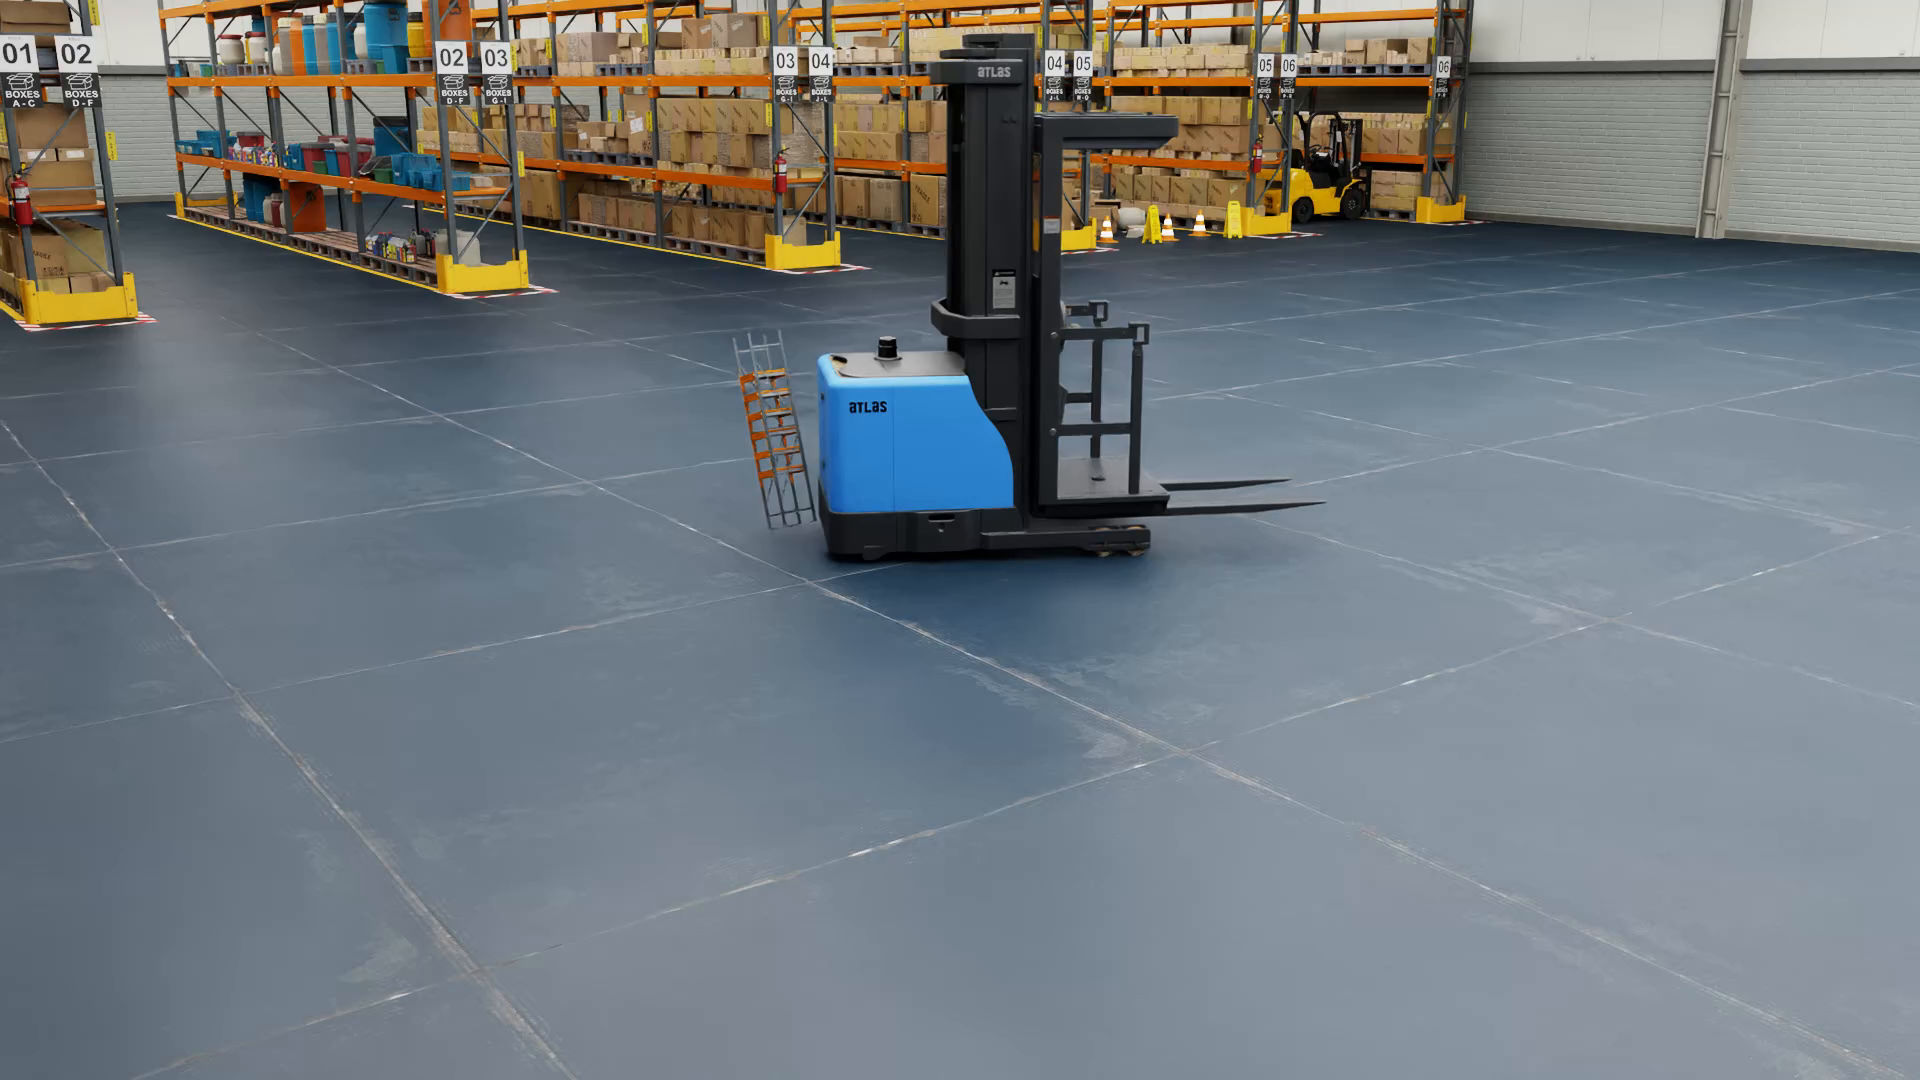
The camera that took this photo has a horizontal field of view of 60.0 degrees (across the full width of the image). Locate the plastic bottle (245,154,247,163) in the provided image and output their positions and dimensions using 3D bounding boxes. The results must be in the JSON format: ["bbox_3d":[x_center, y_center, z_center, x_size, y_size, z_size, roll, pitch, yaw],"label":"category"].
[{"bbox_3d":[-12.841,-6.904,29.995,0.097,0.201,0.097,0,15,0],"label":"plastic bottle"}]

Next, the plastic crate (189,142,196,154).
[{"bbox_3d":[-15.094,-7.802,33.103,0.416,0.233,0.300,-11,19,-35],"label":"plastic crate"}]

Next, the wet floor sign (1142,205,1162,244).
[{"bbox_3d":[3.357,-5.505,28.966,0.232,0.644,0.267,14,21,42],"label":"wet floor sign"}]

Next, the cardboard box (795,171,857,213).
[{"bbox_3d":[-2.681,-7.021,33.512,1.050,0.750,0.750,-11,19,-35],"label":"cardboard box"}]

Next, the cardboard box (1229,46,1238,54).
[{"bbox_3d":[5.124,-8.927,30.293,0.380,0.149,0.250,-10,18,-34],"label":"cardboard box"}]

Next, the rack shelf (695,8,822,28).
[{"bbox_3d":[-4.142,-10.828,34.713,1.077,0.370,4.000,-11,19,-35],"label":"rack shelf"}]

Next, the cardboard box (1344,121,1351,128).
[{"bbox_3d":[8.211,-8.673,34.665,0.380,0.149,0.250,-11,19,-36],"label":"cardboard box"}]

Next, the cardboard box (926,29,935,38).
[{"bbox_3d":[-0.375,-8.915,29.266,0.380,0.149,0.250,-11,19,-35],"label":"cardboard box"}]

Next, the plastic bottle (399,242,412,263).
[{"bbox_3d":[-7.900,-4.103,23.710,0.152,0.276,0.135,-11,19,-34],"label":"plastic bottle"}]

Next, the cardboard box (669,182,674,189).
[{"bbox_3d":[-6.476,-8.181,38.327,0.380,0.149,0.250,-12,19,-37],"label":"cardboard box"}]

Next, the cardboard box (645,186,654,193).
[{"bbox_3d":[-7.187,-8.255,39.159,0.380,0.149,0.250,-11,19,-34],"label":"cardboard box"}]

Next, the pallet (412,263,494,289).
[{"bbox_3d":[-6.896,-3.660,23.050,1.003,0.211,1.213,-11,19,-35],"label":"pallet"}]

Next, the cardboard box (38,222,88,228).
[{"bbox_3d":[-11.364,-3.762,21.131,0.500,0.500,0.500,-11,19,-35],"label":"cardboard box"}]

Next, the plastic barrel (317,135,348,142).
[{"bbox_3d":[-10.526,-6.544,28.046,0.600,0.536,0.708,-11,19,-35],"label":"plastic barrel"}]

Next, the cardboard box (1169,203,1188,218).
[{"bbox_3d":[4.379,-6.359,32.041,0.500,0.250,0.500,-12,19,-37],"label":"cardboard box"}]

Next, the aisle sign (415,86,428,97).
[{"bbox_3d":[-12.026,-10.230,36.847,0.394,0.787,0.004,-11,19,-35],"label":"aisle sign"}]

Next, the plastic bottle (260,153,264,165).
[{"bbox_3d":[-12.216,-6.677,29.166,0.097,0.201,0.097,0,15,0],"label":"plastic bottle"}]

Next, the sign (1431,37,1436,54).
[{"bbox_3d":[9.248,-9.655,32.460,0.100,0.325,0.005,-11,19,-35],"label":"sign"}]

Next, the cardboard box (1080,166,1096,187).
[{"bbox_3d":[3.353,-9.102,41.589,0.500,0.500,0.500,-12,19,-36],"label":"cardboard box"}]

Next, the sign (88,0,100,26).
[{"bbox_3d":[-9.896,-6.045,18.994,0.100,0.325,0.005,-11,19,-35],"label":"sign"}]

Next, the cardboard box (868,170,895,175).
[{"bbox_3d":[-1.655,-8.809,40.637,0.875,0.438,0.875,-11,19,-35],"label":"cardboard box"}]

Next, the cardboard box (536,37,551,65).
[{"bbox_3d":[-7.454,-9.117,31.033,0.797,0.503,0.637,-10,18,-31],"label":"cardboard box"}]

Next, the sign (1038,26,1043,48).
[{"bbox_3d":[1.291,-8.094,26.756,0.100,0.325,0.005,-11,19,-35],"label":"sign"}]

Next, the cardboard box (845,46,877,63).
[{"bbox_3d":[-1.822,-9.188,31.466,0.500,0.311,0.500,-12,19,-37],"label":"cardboard box"}]

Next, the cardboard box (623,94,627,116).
[{"bbox_3d":[-7.620,-10.293,39.353,0.500,0.500,0.500,-11,19,-35],"label":"cardboard box"}]

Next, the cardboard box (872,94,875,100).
[{"bbox_3d":[-1.879,-10.624,39.900,0.380,0.149,0.250,-10,18,-33],"label":"cardboard box"}]

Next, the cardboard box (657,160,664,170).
[{"bbox_3d":[-4.802,-6.231,27.637,0.380,0.149,0.250,-11,19,-35],"label":"cardboard box"}]

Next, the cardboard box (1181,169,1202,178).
[{"bbox_3d":[4.432,-6.989,31.694,0.380,0.149,0.250,-10,18,-32],"label":"cardboard box"}]

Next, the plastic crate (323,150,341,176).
[{"bbox_3d":[-9.592,-5.856,25.819,0.392,0.384,0.575,-11,19,-35],"label":"plastic crate"}]

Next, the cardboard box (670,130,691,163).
[{"bbox_3d":[-4.205,-6.419,27.093,0.875,0.500,0.500,-11,19,-35],"label":"cardboard box"}]

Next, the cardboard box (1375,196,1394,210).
[{"bbox_3d":[8.879,-6.936,34.147,0.500,0.250,0.500,-11,19,-35],"label":"cardboard box"}]

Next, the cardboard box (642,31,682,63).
[{"bbox_3d":[-4.882,-8.260,27.900,0.797,0.503,0.637,-12,19,-37],"label":"cardboard box"}]

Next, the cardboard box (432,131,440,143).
[{"bbox_3d":[-11.074,-8.716,35.961,0.500,0.250,0.500,-12,19,-36],"label":"cardboard box"}]

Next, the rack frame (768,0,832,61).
[{"bbox_3d":[-2.333,-8.484,24.029,1.000,3.000,0.127,-11,19,-35],"label":"rack frame"}]

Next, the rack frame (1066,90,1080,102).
[{"bbox_3d":[2.640,-10.463,42.621,1.000,3.000,0.127,-11,19,-35],"label":"rack frame"}]

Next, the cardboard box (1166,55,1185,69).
[{"bbox_3d":[4.261,-9.040,31.460,0.500,0.250,0.500,-11,19,-34],"label":"cardboard box"}]

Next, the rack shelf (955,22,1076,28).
[{"bbox_3d":[1.464,-13.435,43.485,1.077,0.370,4.000,-11,19,-35],"label":"rack shelf"}]

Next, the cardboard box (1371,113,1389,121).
[{"bbox_3d":[8.639,-8.651,34.021,0.380,0.149,0.250,-10,18,-33],"label":"cardboard box"}]

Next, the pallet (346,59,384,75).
[{"bbox_3d":[-8.188,-6.893,24.254,1.213,0.211,1.003,-11,19,-35],"label":"pallet"}]

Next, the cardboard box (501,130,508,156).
[{"bbox_3d":[-8.731,-7.850,32.887,0.500,0.500,0.500,-11,19,-36],"label":"cardboard box"}]

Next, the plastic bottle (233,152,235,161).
[{"bbox_3d":[-13.364,-7.094,30.689,0.097,0.201,0.097,0,15,0],"label":"plastic bottle"}]

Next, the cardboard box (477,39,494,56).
[{"bbox_3d":[-9.898,-10.057,34.282,0.700,0.500,0.500,-12,20,-38],"label":"cardboard box"}]

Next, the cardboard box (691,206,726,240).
[{"bbox_3d":[-4.140,-5.229,27.439,0.500,0.500,0.500,-5,16,-17],"label":"cardboard box"}]

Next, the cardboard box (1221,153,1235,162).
[{"bbox_3d":[5.051,-7.091,30.780,0.380,0.149,0.250,-11,19,-35],"label":"cardboard box"}]

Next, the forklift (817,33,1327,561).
[{"bbox_3d":[0.677,-1.456,9.845,3.031,2.935,1.130,-2,15,-8],"label":"forklift"}]

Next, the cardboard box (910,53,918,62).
[{"bbox_3d":[-0.675,-8.639,29.768,0.380,0.149,0.250,-11,19,-35],"label":"cardboard box"}]

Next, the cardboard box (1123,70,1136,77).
[{"bbox_3d":[3.422,-9.139,32.579,0.380,0.149,0.250,-11,19,-34],"label":"cardboard box"}]

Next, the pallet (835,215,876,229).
[{"bbox_3d":[-1.850,-6.262,32.556,1.003,0.211,1.213,-11,19,-35],"label":"pallet"}]

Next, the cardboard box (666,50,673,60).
[{"bbox_3d":[-4.532,-7.848,26.916,0.380,0.149,0.250,-12,19,-37],"label":"cardboard box"}]

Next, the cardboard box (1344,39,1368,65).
[{"bbox_3d":[8.404,-10.069,34.322,0.797,0.503,0.637,-10,18,-33],"label":"cardboard box"}]

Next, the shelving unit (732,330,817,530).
[{"bbox_3d":[-1.146,-0.680,10.277,0.258,1.200,0.189,-12,2,-37],"label":"shelving unit"}]

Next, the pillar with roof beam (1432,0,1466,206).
[{"bbox_3d":[6.533,-10.414,31.080,9.100,9.000,0.400,-11,19,-35],"label":"pillar with roof beam"}]

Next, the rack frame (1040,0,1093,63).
[{"bbox_3d":[1.738,-9.233,26.763,1.000,3.000,0.127,-11,19,-35],"label":"rack frame"}]

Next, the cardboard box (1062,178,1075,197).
[{"bbox_3d":[1.908,-6.860,32.759,0.500,0.500,0.500,-11,19,-35],"label":"cardboard box"}]

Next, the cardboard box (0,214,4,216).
[{"bbox_3d":[-14.545,-4.835,25.412,0.500,0.311,0.500,-10,18,-33],"label":"cardboard box"}]

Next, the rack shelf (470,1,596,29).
[{"bbox_3d":[-8.213,-10.080,31.979,1.077,0.370,4.000,-11,19,-35],"label":"rack shelf"}]
